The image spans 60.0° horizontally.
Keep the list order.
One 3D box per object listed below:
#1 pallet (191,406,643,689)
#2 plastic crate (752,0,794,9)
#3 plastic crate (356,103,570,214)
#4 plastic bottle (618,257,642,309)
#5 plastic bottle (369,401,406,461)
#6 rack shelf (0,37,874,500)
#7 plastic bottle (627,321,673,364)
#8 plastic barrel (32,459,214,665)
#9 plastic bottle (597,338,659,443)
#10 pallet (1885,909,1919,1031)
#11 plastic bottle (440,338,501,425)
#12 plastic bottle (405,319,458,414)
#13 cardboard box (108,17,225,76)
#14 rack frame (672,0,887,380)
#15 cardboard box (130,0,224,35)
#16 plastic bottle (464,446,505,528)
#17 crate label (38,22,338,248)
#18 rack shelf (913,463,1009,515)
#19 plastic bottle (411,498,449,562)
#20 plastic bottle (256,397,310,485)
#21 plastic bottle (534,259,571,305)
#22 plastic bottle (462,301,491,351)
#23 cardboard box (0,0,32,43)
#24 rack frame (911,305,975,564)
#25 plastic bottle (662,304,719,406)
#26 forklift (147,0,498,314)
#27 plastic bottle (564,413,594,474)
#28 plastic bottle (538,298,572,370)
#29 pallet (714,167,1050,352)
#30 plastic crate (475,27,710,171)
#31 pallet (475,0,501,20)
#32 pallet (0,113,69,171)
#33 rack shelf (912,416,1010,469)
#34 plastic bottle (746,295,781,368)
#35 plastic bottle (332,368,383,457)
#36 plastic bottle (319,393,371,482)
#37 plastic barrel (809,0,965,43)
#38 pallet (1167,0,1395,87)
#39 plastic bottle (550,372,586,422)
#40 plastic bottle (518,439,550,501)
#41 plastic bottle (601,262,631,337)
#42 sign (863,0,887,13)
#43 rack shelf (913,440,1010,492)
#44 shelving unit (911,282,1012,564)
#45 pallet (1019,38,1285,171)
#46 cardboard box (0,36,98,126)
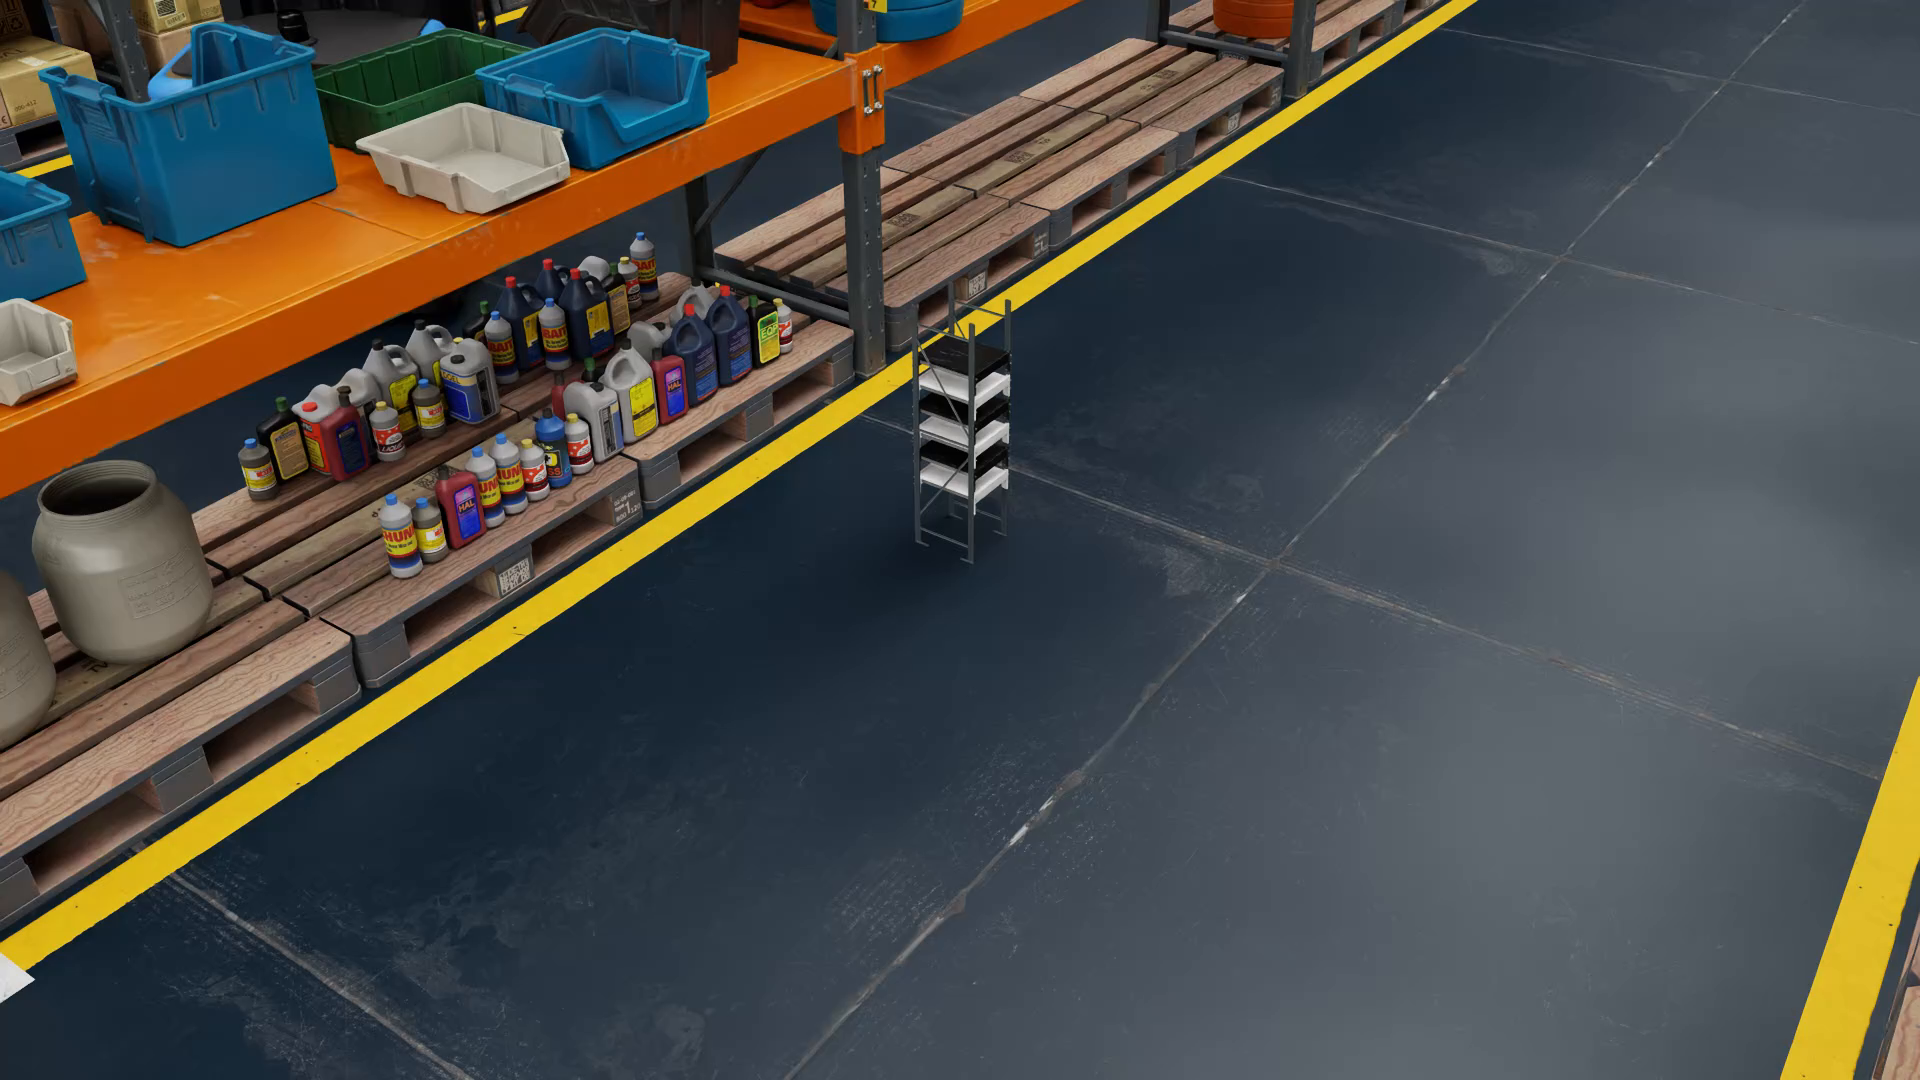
[{"bbox_3d":[-1.858,-0.060,5.651,1.003,0.211,1.213,21,39,28],"label":"pallet"},{"bbox_3d":[-0.721,-2.422,6.597,0.402,0.464,0.583,21,39,28],"label":"plastic crate"},{"bbox_3d":[-1.463,-1.138,4.990,0.530,0.136,0.437,21,39,28],"label":"plastic crate"},{"bbox_3d":[-1.345,-1.045,6.722,0.097,0.201,0.097,0,34,0],"label":"plastic bottle"},{"bbox_3d":[-1.981,-0.382,5.743,0.097,0.201,0.097,0,34,0],"label":"plastic bottle"},{"bbox_3d":[-1.886,-0.857,4.981,1.077,0.370,4.000,21,39,28],"label":"rack shelf"},{"bbox_3d":[-1.121,-0.688,6.128,0.152,0.276,0.135,21,39,28],"label":"plastic bottle"},{"bbox_3d":[-2.428,0.064,4.823,0.421,0.512,0.421,0,34,0],"label":"plastic barrel"},{"bbox_3d":[-1.169,-0.535,5.835,0.144,0.351,0.185,21,39,28],"label":"plastic bottle"},{"bbox_3d":[2.970,0.982,4.109,1.003,0.211,1.213,21,39,28],"label":"pallet"},{"bbox_3d":[-1.761,-0.572,5.957,0.152,0.276,0.135,21,39,28],"label":"plastic bottle"},{"bbox_3d":[-1.897,-0.639,5.988,0.144,0.351,0.185,21,39,28],"label":"plastic bottle"},{"bbox_3d":[-4.379,-2.800,9.293,0.500,0.250,0.500,20,39,27],"label":"cardboard box"},{"bbox_3d":[-0.745,-2.075,6.141,1.000,3.000,0.127,21,39,28],"label":"rack frame"},{"bbox_3d":[-4.372,-3.037,9.142,0.500,0.311,0.500,21,40,28],"label":"cardboard box"},{"bbox_3d":[-1.541,-0.179,5.380,0.097,0.271,0.097,0,34,0],"label":"plastic bottle"},{"bbox_3d":[-2.199,-1.182,4.789,0.502,0.435,0.616,21,39,28],"label":"crate label"},{"bbox_3d":[0.005,-0.200,5.623,0.258,0.077,0.200,21,39,28],"label":"rack shelf"},{"bbox_3d":[-1.677,-0.040,5.236,0.097,0.201,0.097,0,34,0],"label":"plastic bottle"},{"bbox_3d":[-2.288,-0.336,5.601,0.061,0.283,0.133,22,40,29],"label":"plastic bottle"},{"bbox_3d":[-1.547,-0.921,6.406,0.144,0.351,0.185,22,40,29],"label":"plastic bottle"},{"bbox_3d":[-1.783,-0.744,6.204,0.061,0.283,0.133,23,40,30],"label":"plastic bottle"},{"bbox_3d":[-5.334,-2.891,8.758,0.500,0.500,0.500,21,39,28],"label":"cardboard box"},{"bbox_3d":[-0.053,-0.330,5.434,0.240,0.900,0.006,21,39,28],"label":"rack frame"},{"bbox_3d":[-0.985,-0.683,6.055,0.144,0.351,0.185,19,39,26],"label":"plastic bottle"},{"bbox_3d":[-2.770,-2.946,7.490,1.130,2.935,3.031,-2,34,-3],"label":"forklift"},{"bbox_3d":[-1.310,-0.336,5.675,0.097,0.201,0.097,0,34,0],"label":"plastic bottle"},{"bbox_3d":[-1.530,-0.783,6.273,0.097,0.271,0.097,0,34,0],"label":"plastic bottle"},{"bbox_3d":[-0.330,-1.294,7.475,1.003,0.211,1.213,21,39,28],"label":"pallet"},{"bbox_3d":[-1.153,-1.417,5.301,0.499,0.251,0.616,21,39,28],"label":"plastic crate"},{"bbox_3d":[-3.730,-3.419,10.617,1.003,0.211,1.213,21,39,28],"label":"pallet"},{"bbox_3d":[-5.300,-2.151,8.743,1.003,0.211,1.213,21,39,28],"label":"pallet"},{"bbox_3d":[0.005,-0.349,5.522,0.258,0.077,0.200,21,39,28],"label":"rack shelf"},{"bbox_3d":[-0.749,-0.805,6.295,0.061,0.283,0.133,23,41,30],"label":"plastic bottle"},{"bbox_3d":[-2.094,-0.445,5.768,0.152,0.276,0.135,20,39,27],"label":"plastic bottle"},{"bbox_3d":[-2.085,-0.350,5.622,0.061,0.283,0.133,21,39,28],"label":"plastic bottle"},{"bbox_3d":[-0.276,-2.364,6.120,0.600,0.901,0.708,21,39,28],"label":"plastic barrel"},{"bbox_3d":[1.951,-3.137,10.200,1.003,0.211,1.213,21,39,28],"label":"pallet"},{"bbox_3d":[-1.353,-0.467,5.795,0.061,0.283,0.133,21,39,28],"label":"plastic bottle"},{"bbox_3d":[-1.427,-0.241,5.535,0.097,0.201,0.097,0,34,0],"label":"plastic bottle"},{"bbox_3d":[-1.361,-0.934,6.486,0.061,0.283,0.133,21,39,28],"label":"plastic bottle"},{"bbox_3d":[-0.300,-2.009,5.796,0.100,0.325,0.005,21,39,28],"label":"sign"},{"bbox_3d":[0.005,-0.274,5.573,0.258,0.077,0.200,21,39,28],"label":"rack shelf"},{"bbox_3d":[0.005,-0.376,5.503,0.258,0.900,0.210,21,39,28],"label":"shelving unit"},{"bbox_3d":[1.062,-2.417,9.135,1.003,0.211,1.213,21,39,28],"label":"pallet"},{"bbox_3d":[-4.897,-2.411,8.717,0.500,0.250,0.500,21,39,28],"label":"cardboard box"}]
